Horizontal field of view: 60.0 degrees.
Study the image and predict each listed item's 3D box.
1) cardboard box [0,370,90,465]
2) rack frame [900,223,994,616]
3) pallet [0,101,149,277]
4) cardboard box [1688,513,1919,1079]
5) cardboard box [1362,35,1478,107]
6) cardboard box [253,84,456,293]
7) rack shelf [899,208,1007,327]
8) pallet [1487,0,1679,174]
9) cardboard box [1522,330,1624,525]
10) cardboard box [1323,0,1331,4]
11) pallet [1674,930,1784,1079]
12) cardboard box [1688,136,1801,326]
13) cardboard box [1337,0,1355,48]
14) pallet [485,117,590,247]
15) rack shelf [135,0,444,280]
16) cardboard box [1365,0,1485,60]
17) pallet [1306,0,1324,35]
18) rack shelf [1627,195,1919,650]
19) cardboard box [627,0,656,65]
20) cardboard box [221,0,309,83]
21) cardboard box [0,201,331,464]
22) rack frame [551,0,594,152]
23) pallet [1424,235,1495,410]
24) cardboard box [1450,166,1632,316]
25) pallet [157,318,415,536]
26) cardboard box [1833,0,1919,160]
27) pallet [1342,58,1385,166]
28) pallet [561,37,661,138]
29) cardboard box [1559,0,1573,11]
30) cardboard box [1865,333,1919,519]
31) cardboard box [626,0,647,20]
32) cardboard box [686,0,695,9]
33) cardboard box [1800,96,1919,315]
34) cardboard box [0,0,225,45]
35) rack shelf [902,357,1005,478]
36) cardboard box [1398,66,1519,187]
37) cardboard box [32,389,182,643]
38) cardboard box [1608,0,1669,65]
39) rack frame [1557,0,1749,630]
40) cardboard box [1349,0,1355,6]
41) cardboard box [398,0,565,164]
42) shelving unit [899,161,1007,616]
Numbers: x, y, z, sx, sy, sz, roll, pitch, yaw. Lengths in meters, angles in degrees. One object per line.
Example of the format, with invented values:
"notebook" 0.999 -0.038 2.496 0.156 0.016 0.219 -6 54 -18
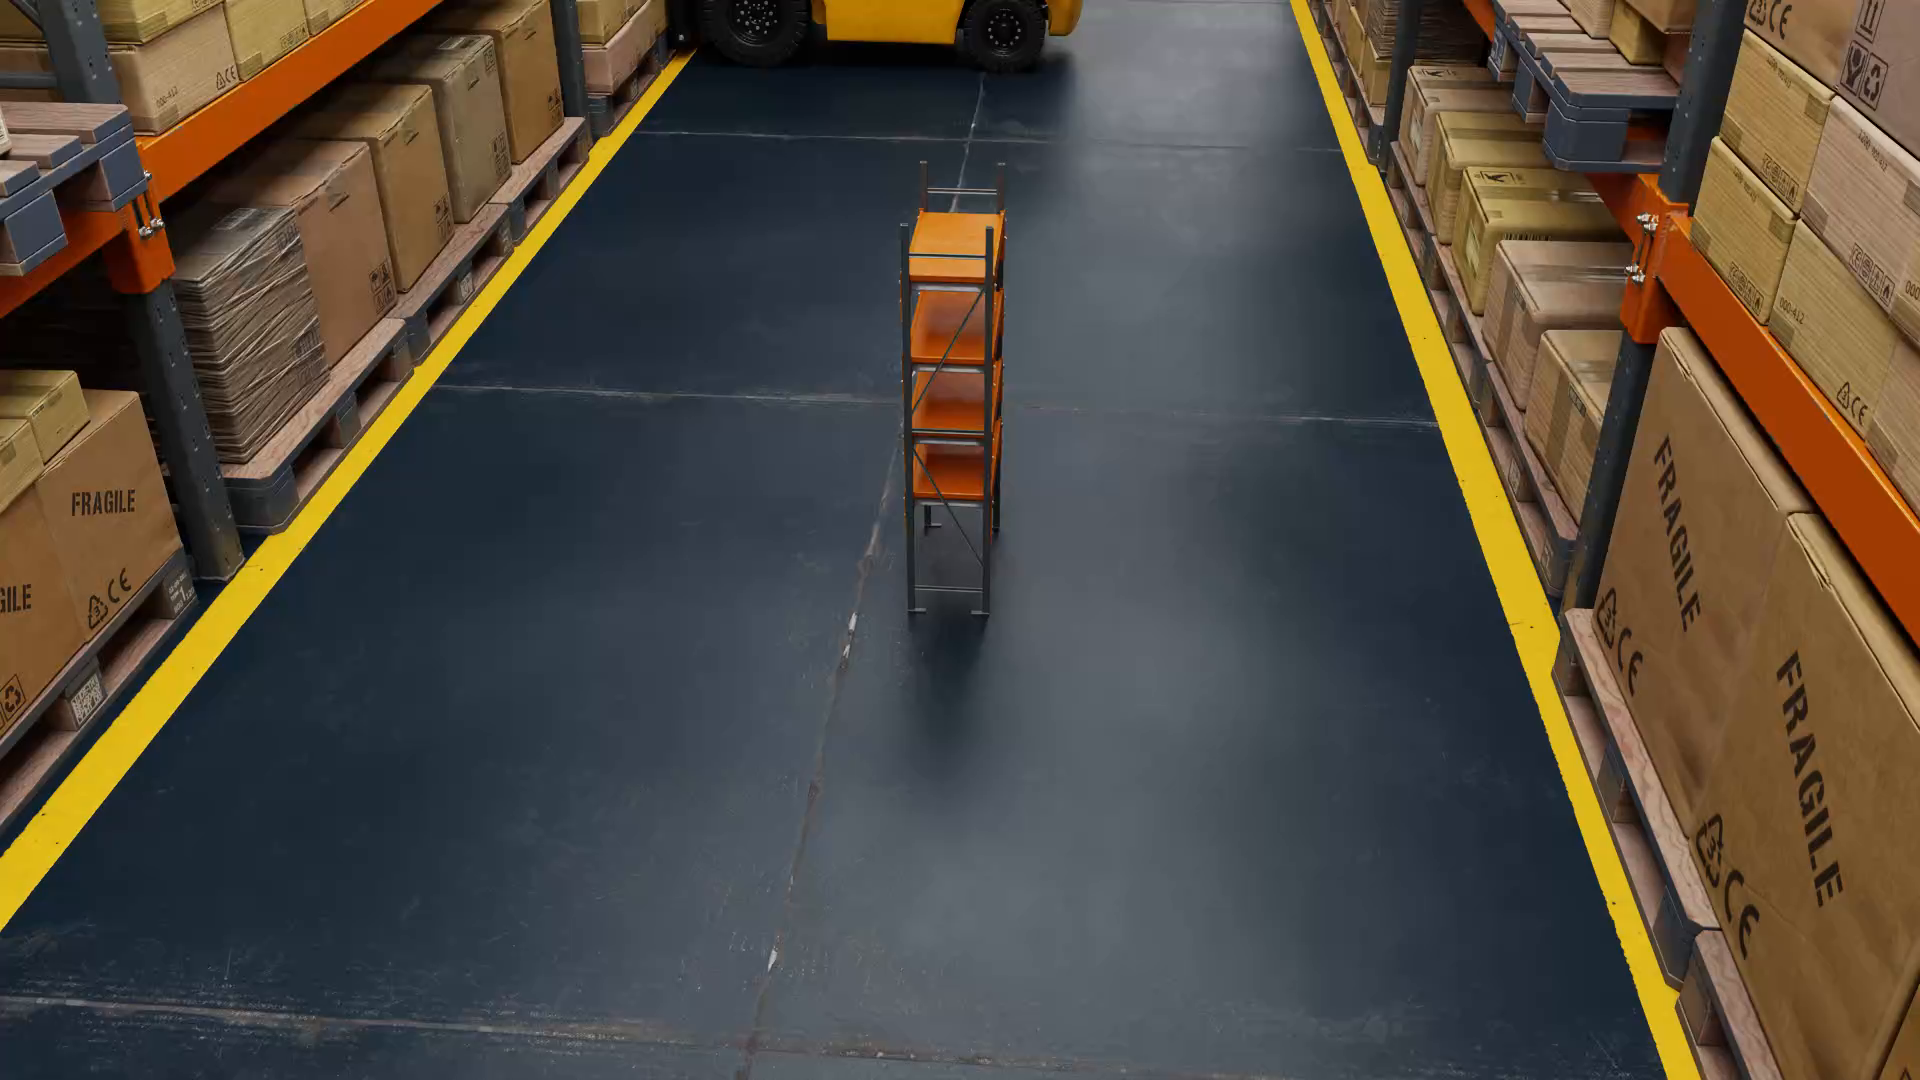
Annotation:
"cardboard box" -2.496 -0.319 4.272 0.380 0.149 0.250 1 32 2
"rack frame" -0.033 -0.297 4.588 0.240 1.200 0.015 2 32 4
"pallet" -2.693 -0.758 3.803 1.213 0.211 1.003 2 32 4
"cardboard box" 2.024 0.563 3.103 0.875 0.875 0.875 3 32 5
"cardboard box" 2.345 -2.407 8.518 0.500 0.250 0.500 4 32 6
"cardboard box" -2.544 -1.384 6.500 0.875 0.625 0.625 1 32 2
"rack shelf" -0.013 -0.759 4.589 0.258 0.148 0.480 2 32 4
"pallet" 2.191 -1.282 4.655 1.213 0.211 1.003 2 32 4
"cardboard box" 2.296 -0.342 5.050 0.950 0.372 0.625 0 32 1
"cardboard box" 2.501 -3.502 10.293 0.500 0.250 0.500 4 32 6
"pallet" 1.998 1.246 3.028 1.003 0.211 1.213 2 32 4
"cardboard box" 1.949 -0.678 3.634 0.500 0.250 0.500 2 32 3
"cardboard box" 2.425 -2.952 9.401 0.500 0.250 0.500 3 32 5
"pallet" -2.403 -1.714 7.831 1.003 0.211 1.213 2 32 4
"rack shelf" -2.545 -1.936 6.219 1.077 0.370 4.000 2 32 4
"cardboard box" 2.346 -2.727 8.321 0.500 0.500 0.500 2 32 3
"pallet" 2.783 -3.520 10.760 1.003 0.211 1.213 2 32 4
"rack shelf" 2.077 0.365 2.484 1.077 0.370 4.000 2 32 4
"cardboard box" -1.987 -2.802 9.158 0.500 0.250 0.500 2 32 3
"cardboard box" -2.382 -1.617 5.158 0.500 0.250 0.500 2 32 3
"cardboard box" -2.644 -0.690 5.374 0.875 0.625 0.625 3 32 6
"rack frame" -2.382 -3.288 7.727 1.000 3.000 0.127 2 32 4
"pallet" 2.407 -0.844 6.419 1.003 0.211 1.213 2 32 4
"cardboard box" 2.415 -1.124 6.320 0.950 0.372 0.625 3 32 6
"pallet" -2.602 -0.439 5.760 1.003 0.211 1.213 2 32 4
"cardboard box" 1.925 -0.948 2.880 0.500 0.500 0.500 3 32 4
"pallet" 2.585 -2.244 8.690 1.003 0.211 1.213 2 32 4
"pallet" -2.276 -2.515 9.130 1.003 0.211 1.213 2 32 4
"cardboard box" 1.986 -1.648 4.905 0.380 0.149 0.250 1 32 2
"cardboard box" 1.876 -0.134 2.752 0.500 0.250 0.500 3 32 6
"cardboard box" -1.996 -3.013 9.024 0.500 0.250 0.500 2 32 4
"cardboard box" -1.900 -3.336 10.024 0.500 0.250 0.500 3 32 6
"cardboard box" 1.909 -0.611 3.049 0.500 0.250 0.500 3 32 5
"cardboard box" -2.403 -1.566 4.599 0.500 0.250 0.500 2 32 4
"rack shelf" -0.013 -0.367 4.830 0.258 0.148 0.480 2 32 4
"cardboard box" 2.525 -1.864 7.520 0.950 0.372 0.625 3 32 5
"cardboard box" -2.528 -0.081 4.505 0.500 0.500 0.500 3 32 5
"cardboard box" 1.981 -1.383 4.475 0.380 0.149 0.250 3 32 5
"rack frame" 2.240 -0.987 3.992 1.000 3.000 0.127 2 32 4
"cardboard box" 2.426 -3.260 9.186 0.500 0.500 0.500 4 32 7
"cardboard box" -2.414 -2.183 7.796 0.875 0.625 0.625 4 32 6
"shelving unit" -0.013 -0.424 4.795 0.258 1.200 0.503 2 32 4
